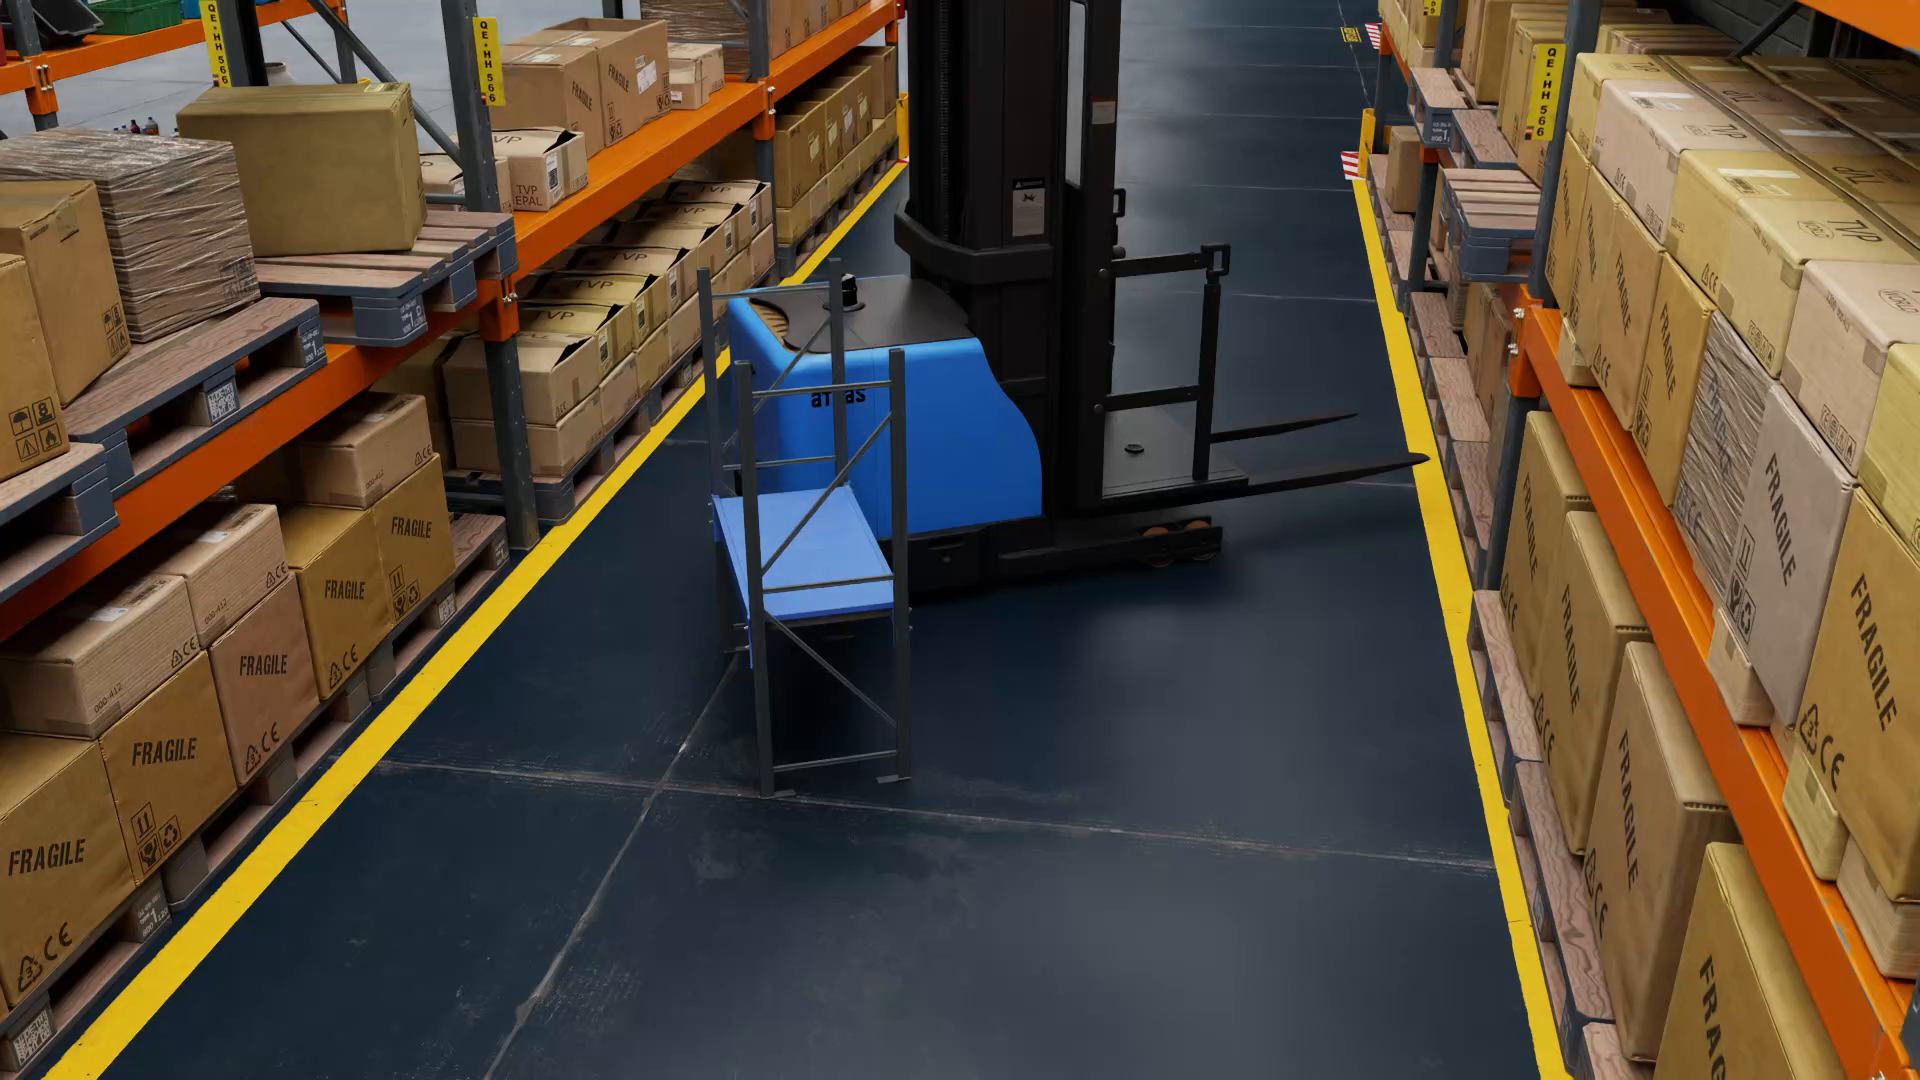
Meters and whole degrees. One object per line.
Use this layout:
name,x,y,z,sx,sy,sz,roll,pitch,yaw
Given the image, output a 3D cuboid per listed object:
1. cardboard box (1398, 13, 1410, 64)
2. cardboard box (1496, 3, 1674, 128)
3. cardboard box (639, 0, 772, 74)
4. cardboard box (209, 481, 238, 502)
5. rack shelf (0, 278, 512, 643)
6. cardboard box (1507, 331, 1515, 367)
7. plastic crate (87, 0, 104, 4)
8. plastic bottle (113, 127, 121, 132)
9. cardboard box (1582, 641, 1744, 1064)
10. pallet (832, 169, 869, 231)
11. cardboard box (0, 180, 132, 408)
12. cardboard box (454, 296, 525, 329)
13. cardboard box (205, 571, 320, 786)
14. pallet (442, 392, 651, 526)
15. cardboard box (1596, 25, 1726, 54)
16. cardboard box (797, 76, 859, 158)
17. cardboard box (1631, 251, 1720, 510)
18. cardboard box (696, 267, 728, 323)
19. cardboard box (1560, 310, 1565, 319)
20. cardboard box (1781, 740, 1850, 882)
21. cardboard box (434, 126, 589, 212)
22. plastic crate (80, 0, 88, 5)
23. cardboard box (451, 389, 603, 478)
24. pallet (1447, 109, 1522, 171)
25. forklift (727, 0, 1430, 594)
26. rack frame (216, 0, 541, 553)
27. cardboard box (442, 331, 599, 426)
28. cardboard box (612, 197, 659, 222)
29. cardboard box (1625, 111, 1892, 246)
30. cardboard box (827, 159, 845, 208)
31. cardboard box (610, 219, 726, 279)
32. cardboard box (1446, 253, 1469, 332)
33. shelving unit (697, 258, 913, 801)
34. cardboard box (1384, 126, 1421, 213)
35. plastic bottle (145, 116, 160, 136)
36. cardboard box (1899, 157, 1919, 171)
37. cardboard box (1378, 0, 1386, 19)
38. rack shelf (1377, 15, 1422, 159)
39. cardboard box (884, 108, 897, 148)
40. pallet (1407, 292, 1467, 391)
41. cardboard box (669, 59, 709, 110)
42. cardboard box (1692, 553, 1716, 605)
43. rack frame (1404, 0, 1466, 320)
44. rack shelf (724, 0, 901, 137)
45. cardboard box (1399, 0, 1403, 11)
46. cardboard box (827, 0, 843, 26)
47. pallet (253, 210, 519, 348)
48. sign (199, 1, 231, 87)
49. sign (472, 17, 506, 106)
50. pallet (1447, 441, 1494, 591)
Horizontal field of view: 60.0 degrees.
cardboard box,3.147,-3.273,10.857,0.500,0.250,0.500,4,25,8
cardboard box,2.920,-2.216,7.810,0.700,0.500,0.500,8,26,16
cardboard box,-1.609,-3.266,10.571,0.700,0.500,0.500,3,25,7
cardboard box,-2.766,-0.039,6.225,0.500,0.500,0.500,3,25,7
rack shelf,-2.656,-0.200,4.987,1.077,0.370,4.000,4,25,9
cardboard box,2.824,-0.599,7.422,0.700,0.500,0.500,4,25,8
plastic crate,-6.546,-3.957,12.476,0.530,0.136,0.437,4,25,9
plastic bottle,-6.584,-3.094,13.021,0.097,0.271,0.097,0,25,0
cardboard box,2.025,0.783,4.079,0.750,0.750,0.750,5,26,10
pallet,-1.307,-2.613,12.584,1.003,0.211,1.213,4,25,9
cardboard box,-2.755,-0.668,4.525,0.700,0.500,0.500,-2,25,-5
cardboard box,-2.408,-1.015,7.966,0.500,0.311,0.500,4,25,8
cardboard box,-2.415,0.415,5.255,0.500,0.500,0.500,3,25,7
pallet,-2.156,-0.440,7.942,1.003,0.211,1.213,4,25,9
cardboard box,2.623,-1.840,6.242,0.380,0.149,0.250,0,25,0
cardboard box,-1.048,-3.119,12.239,0.500,0.500,0.500,4,25,9
cardboard box,1.972,-0.380,4.030,0.500,0.500,0.500,5,25,10
cardboard box,-1.625,-1.361,9.367,0.500,0.250,0.500,5,25,10
cardboard box,2.276,-0.794,5.680,0.380,0.149,0.250,4,25,8
cardboard box,1.699,0.489,2.939,0.380,0.149,0.250,4,25,9
cardboard box,-1.992,-1.682,7.410,0.500,0.311,0.500,4,25,8
plastic crate,-6.649,-3.794,11.992,0.499,0.251,0.616,4,25,9
cardboard box,-1.954,-0.505,7.539,0.500,0.250,0.500,4,25,8
pallet,2.842,-1.764,7.707,1.003,0.211,1.213,4,25,9
forklift,0.588,-1.415,6.816,3.031,2.935,1.130,-8,26,-17
rack frame,-2.329,-1.362,6.621,1.000,3.000,0.127,4,25,9
cardboard box,-1.954,-0.759,7.421,0.500,0.311,0.500,5,26,10
cardboard box,-2.076,-1.869,9.791,0.500,0.311,0.500,4,25,8
cardboard box,2.065,-0.943,4.349,0.500,0.250,0.500,4,25,9
cardboard box,-1.127,-2.570,11.951,0.500,0.250,0.500,4,25,9
cardboard box,-1.622,-1.618,9.255,0.500,0.311,0.500,4,25,8
cardboard box,3.108,-1.451,9.242,0.700,0.500,0.500,5,26,10
shelving unit,-0.534,-0.069,5.627,0.538,1.500,1.048,-6,26,-13
cardboard box,3.402,-2.608,11.714,0.700,0.500,0.500,2,25,5
plastic bottle,-6.512,-3.279,13.417,0.097,0.271,0.097,0,25,0
cardboard box,2.482,-0.698,3.825,0.500,0.250,0.500,3,25,7
cardboard box,3.473,-4.125,12.678,0.500,0.250,0.500,3,25,7
rack shelf,3.539,-3.204,11.405,1.077,0.370,4.000,4,25,9
cardboard box,-0.818,-3.408,13.740,0.500,0.250,0.500,4,25,9
pallet,3.086,-1.104,9.361,1.003,0.211,1.213,4,25,9
cardboard box,-1.638,-2.593,9.411,0.396,0.266,0.258,3,25,7
cardboard box,1.932,0.068,3.839,0.380,0.149,0.250,3,25,7
rack frame,3.212,-2.693,9.465,1.000,3.000,0.127,4,25,9
rack shelf,-1.349,-3.545,12.135,1.077,0.370,4.000,4,25,9
cardboard box,3.237,-3.830,11.162,0.500,0.500,0.500,5,26,10
cardboard box,-1.279,-4.131,12.420,0.700,0.500,0.500,4,25,9
pallet,-2.371,-0.987,6.046,1.213,0.211,1.003,4,25,9
sign,-2.877,-1.923,6.455,0.100,0.325,0.005,4,25,9
sign,-1.792,-1.817,6.321,0.100,0.325,0.005,4,25,9
pallet,2.688,-0.084,7.180,1.003,0.211,1.213,4,25,9
